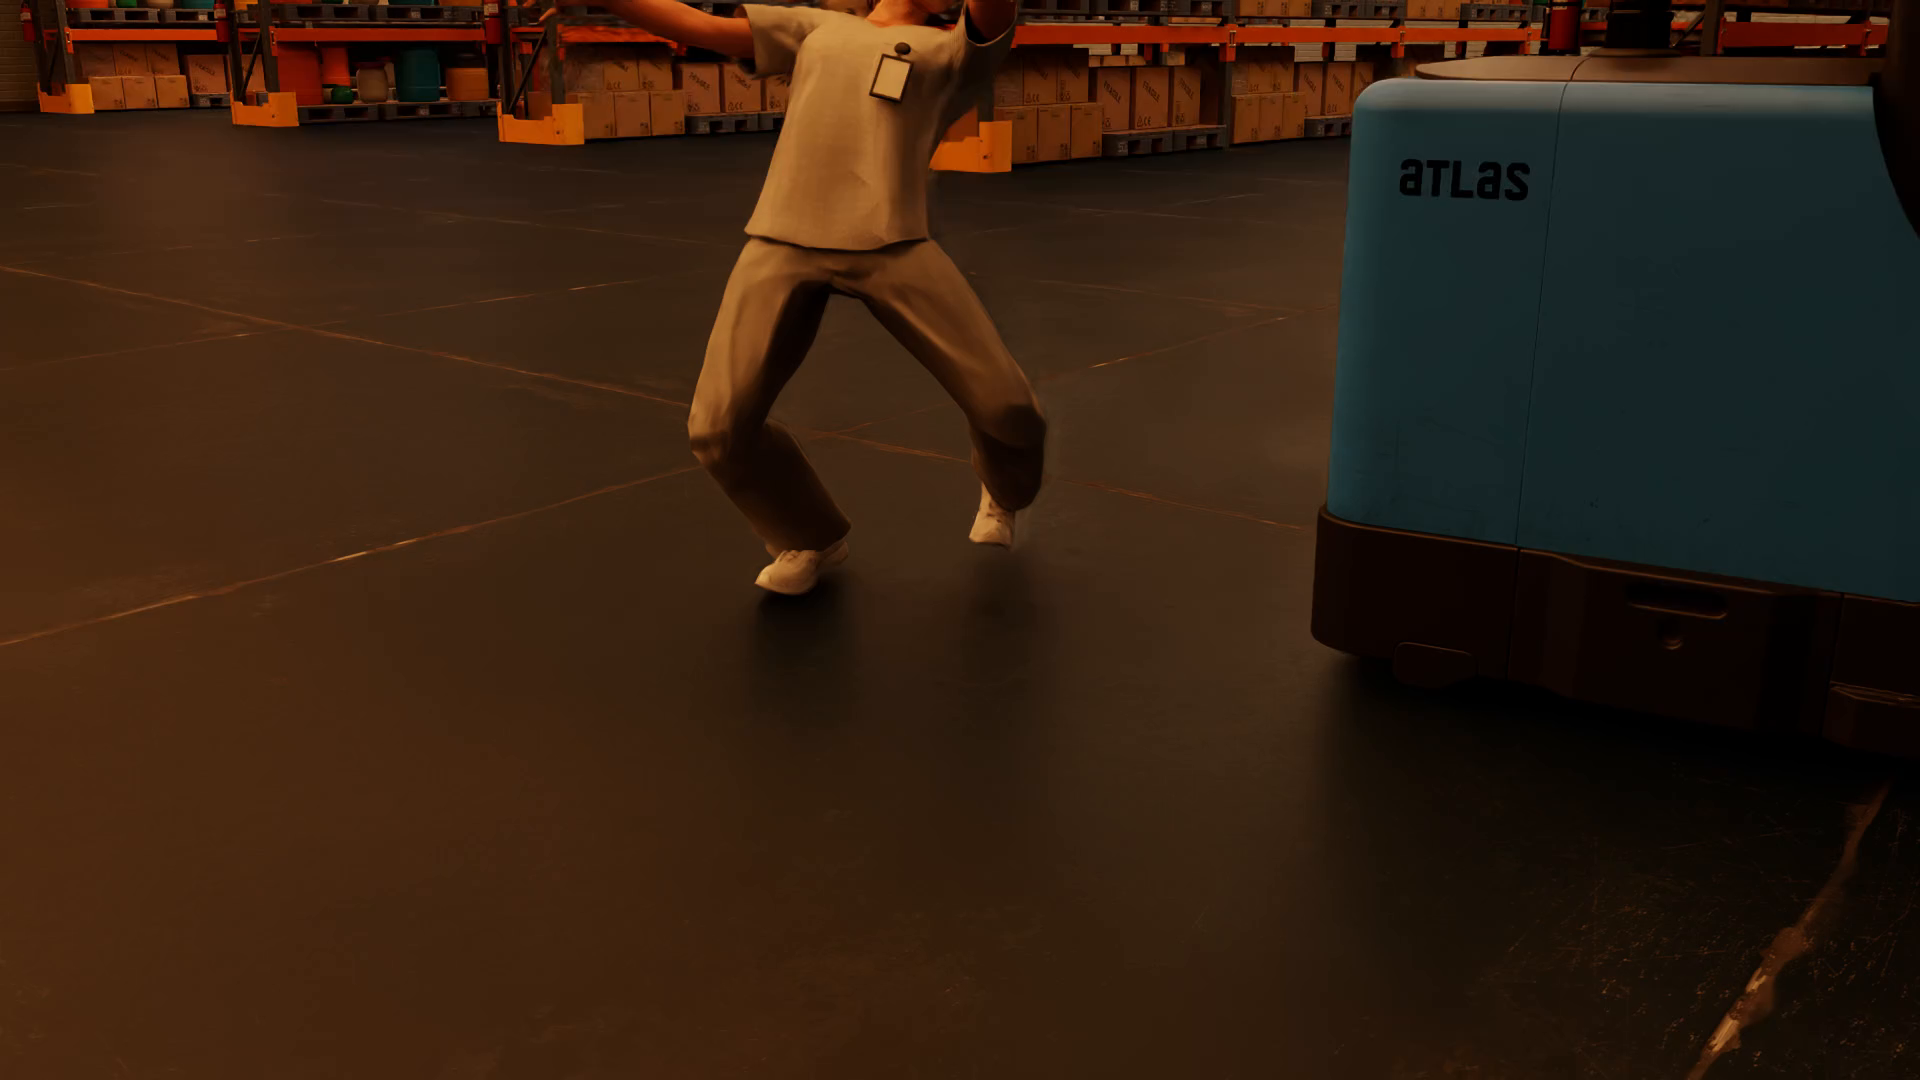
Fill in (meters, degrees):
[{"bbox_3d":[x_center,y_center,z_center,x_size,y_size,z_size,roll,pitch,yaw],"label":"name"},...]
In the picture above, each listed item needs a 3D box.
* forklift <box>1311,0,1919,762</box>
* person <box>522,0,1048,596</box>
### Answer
[{"bbox_3d":[2.194,-1.058,2.382,3.031,2.935,1.130,9,19,28],"label":"forklift"},{"bbox_3d":[-0.314,-0.635,3.370,0.987,1.521,0.662,1,17,2],"label":"person"}]
